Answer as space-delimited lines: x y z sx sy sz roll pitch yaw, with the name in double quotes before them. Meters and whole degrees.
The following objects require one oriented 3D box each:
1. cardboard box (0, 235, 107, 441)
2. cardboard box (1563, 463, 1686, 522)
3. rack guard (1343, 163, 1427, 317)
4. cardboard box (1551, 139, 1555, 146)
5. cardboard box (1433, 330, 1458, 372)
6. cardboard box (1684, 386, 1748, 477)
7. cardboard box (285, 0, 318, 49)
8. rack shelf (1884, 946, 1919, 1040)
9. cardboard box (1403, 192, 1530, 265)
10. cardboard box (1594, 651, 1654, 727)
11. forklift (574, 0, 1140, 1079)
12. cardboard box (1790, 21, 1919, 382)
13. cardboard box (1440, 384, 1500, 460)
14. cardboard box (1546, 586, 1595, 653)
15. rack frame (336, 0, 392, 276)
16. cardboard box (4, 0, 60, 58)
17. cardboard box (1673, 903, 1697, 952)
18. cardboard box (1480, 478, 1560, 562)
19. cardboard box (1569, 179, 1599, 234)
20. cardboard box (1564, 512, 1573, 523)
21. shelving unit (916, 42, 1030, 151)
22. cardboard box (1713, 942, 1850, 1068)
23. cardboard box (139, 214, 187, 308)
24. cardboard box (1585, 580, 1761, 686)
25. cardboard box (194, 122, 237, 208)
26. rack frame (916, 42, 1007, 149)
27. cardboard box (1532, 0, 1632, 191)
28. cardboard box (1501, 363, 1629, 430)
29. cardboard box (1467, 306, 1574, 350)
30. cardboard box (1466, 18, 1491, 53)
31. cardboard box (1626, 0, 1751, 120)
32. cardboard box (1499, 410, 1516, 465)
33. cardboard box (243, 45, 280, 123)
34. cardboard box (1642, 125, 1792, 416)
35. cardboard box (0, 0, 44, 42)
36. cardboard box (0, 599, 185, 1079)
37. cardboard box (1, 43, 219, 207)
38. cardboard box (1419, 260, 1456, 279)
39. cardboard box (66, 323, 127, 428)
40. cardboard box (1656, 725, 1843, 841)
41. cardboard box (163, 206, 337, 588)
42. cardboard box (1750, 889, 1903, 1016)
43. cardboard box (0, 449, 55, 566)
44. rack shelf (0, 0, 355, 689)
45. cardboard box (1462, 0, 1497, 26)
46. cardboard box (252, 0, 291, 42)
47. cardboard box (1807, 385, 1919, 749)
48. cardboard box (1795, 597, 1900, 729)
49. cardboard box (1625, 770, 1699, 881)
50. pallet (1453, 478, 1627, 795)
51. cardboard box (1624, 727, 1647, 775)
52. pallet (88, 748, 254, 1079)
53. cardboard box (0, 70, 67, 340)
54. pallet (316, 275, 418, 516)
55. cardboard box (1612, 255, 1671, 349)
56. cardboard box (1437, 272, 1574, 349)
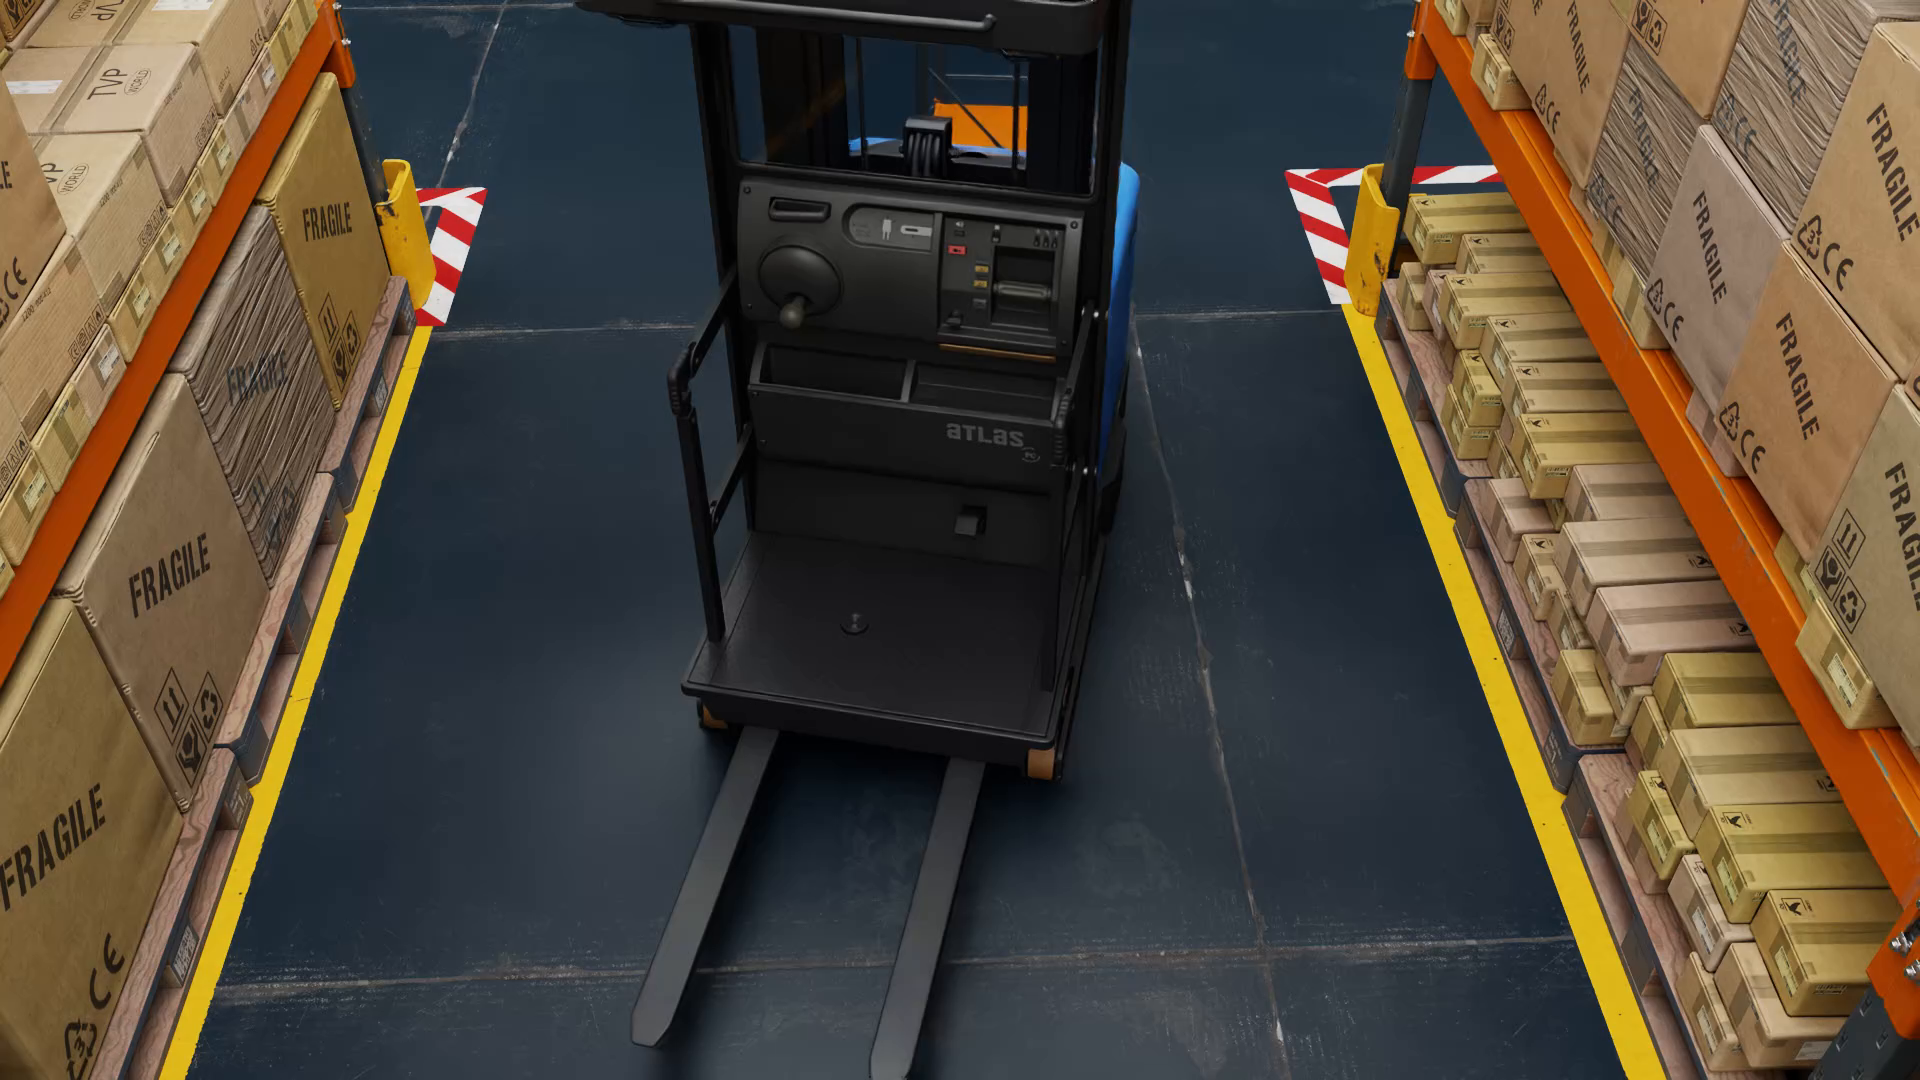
"cardboard box" -2.405 -0.482 3.947 0.500 0.250 0.500 -1 43 -1
"cardboard box" 2.051 -0.097 4.994 0.380 0.149 0.250 -2 43 -2
"rack guard" 2.190 -1.219 6.710 1.175 0.500 0.348 -2 43 -2
"cardboard box" 2.031 -1.346 5.185 0.380 0.149 0.250 0 43 0
"cardboard box" 1.982 -0.759 6.157 0.380 0.149 0.250 -2 43 -2
"cardboard box" 2.011 -0.295 4.038 0.380 0.149 0.250 -3 43 -4
"cardboard box" -2.429 -1.794 5.673 0.380 0.149 0.250 -1 43 -1
"rack shelf" 2.441 2.124 1.745 1.077 0.370 4.000 -2 43 -2
"cardboard box" 1.869 -1.152 6.145 0.380 0.149 0.250 -3 43 -4
"cardboard box" 2.029 0.385 4.689 0.380 0.149 0.250 -1 43 -1
"forklift" -0.181 -0.642 4.281 1.130 2.935 3.031 8 43 8
"cardboard box" 2.039 -0.665 3.221 0.500 0.500 0.500 -3 43 -3
"cardboard box" 1.901 -0.415 5.782 0.380 0.149 0.250 -1 43 -1
"cardboard box" 2.011 0.273 5.031 0.380 0.149 0.250 -1 43 -1
"rack frame" -2.773 -2.118 5.841 1.000 3.000 0.127 -2 43 -2
"cardboard box" -2.994 -1.490 5.046 0.500 0.250 0.500 -2 43 -2
"cardboard box" 2.072 0.972 4.269 0.380 0.149 0.250 -1 43 -1
"cardboard box" 1.930 -0.075 5.411 0.380 0.149 0.250 -4 43 -4
"cardboard box" 2.000 -0.995 4.802 0.380 0.149 0.250 -2 43 -3
"cardboard box" 2.069 0.022 5.085 0.380 0.149 0.250 0 43 0
"shelving unit" 0.131 -1.515 6.293 0.587 1.500 1.083 2 43 2
"cardboard box" 2.025 1.091 3.918 0.380 0.149 0.250 -1 43 -1
"cardboard box" -2.365 -0.762 4.548 0.380 0.149 0.250 -1 43 -1
"cardboard box" 1.976 0.256 4.610 0.380 0.149 0.250 -4 43 -4
"cardboard box" -2.384 -1.105 4.921 0.380 0.149 0.250 -3 43 -3
"rack frame" 0.105 -1.166 5.912 0.500 1.500 0.032 2 43 2
"cardboard box" 1.986 -1.336 4.693 0.500 0.500 0.500 -1 43 -1
"cardboard box" 1.979 -0.443 5.372 0.380 0.149 0.250 0 43 0
"cardboard box" 2.006 -0.695 5.867 0.380 0.149 0.250 -1 43 -1
"cardboard box" 1.925 -1.700 5.571 0.380 0.149 0.250 0 43 0
"cardboard box" 1.993 -1.360 3.980 0.500 0.500 0.500 -3 43 -3
"cardboard box" 2.015 -0.342 5.483 0.380 0.149 0.250 -4 43 -4
"cardboard box" -2.407 -1.448 5.296 0.380 0.149 0.250 -2 43 -2
"cardboard box" 2.013 -0.643 3.937 0.500 0.500 0.500 -2 43 -2
"cardboard box" -3.001 -1.779 4.807 0.500 0.500 0.500 -3 43 -3
"cardboard box" -2.552 0.763 3.959 0.875 0.875 0.875 -2 43 -2
"cardboard box" -2.445 -1.167 4.694 0.500 0.250 0.500 -3 43 -3
"cardboard box" 1.952 -1.044 6.248 0.380 0.149 0.250 0 43 0
"cardboard box" -2.339 -0.409 4.162 0.380 0.149 0.250 -1 43 -1
"cardboard box" 2.013 0.613 4.220 0.380 0.149 0.250 -2 43 -2
"cardboard box" -2.628 -0.445 5.277 0.875 0.875 0.875 -2 43 -2
"cardboard box" 2.081 0.953 3.850 0.380 0.149 0.250 -1 43 -1
"cardboard box" -2.320 -0.067 3.789 0.380 0.149 0.250 -3 43 -3
"rack shelf" -2.688 -0.502 4.611 1.077 0.370 4.000 -2 43 -2
"cardboard box" 1.930 -2.027 5.448 0.500 0.500 0.500 0 43 0
"cardboard box" -2.488 -1.853 5.442 0.500 0.250 0.500 -2 43 -2
"cardboard box" 2.054 0.044 3.188 0.500 0.500 0.500 -2 43 -2
"cardboard box" 1.991 0.244 3.450 0.380 0.149 0.250 -3 43 -3
"cardboard box" 1.972 0.729 4.314 0.380 0.149 0.250 -3 43 -3
"pallet" 2.238 0.258 5.312 1.003 0.211 1.213 -2 43 -2
"cardboard box" 2.106 0.614 4.659 0.380 0.149 0.250 -3 43 -3
"pallet" -2.558 1.095 4.399 1.003 0.211 1.213 -2 43 -2
"cardboard box" -2.408 -0.763 3.698 0.500 0.500 0.500 -3 43 -3
"pallet" -2.661 -0.552 6.196 1.003 0.211 1.213 -2 43 -2
"cardboard box" 1.972 -0.638 4.412 0.380 0.149 0.250 -1 43 -1
"cardboard box" 1.884 -0.795 5.756 0.380 0.149 0.250 -2 43 -2
